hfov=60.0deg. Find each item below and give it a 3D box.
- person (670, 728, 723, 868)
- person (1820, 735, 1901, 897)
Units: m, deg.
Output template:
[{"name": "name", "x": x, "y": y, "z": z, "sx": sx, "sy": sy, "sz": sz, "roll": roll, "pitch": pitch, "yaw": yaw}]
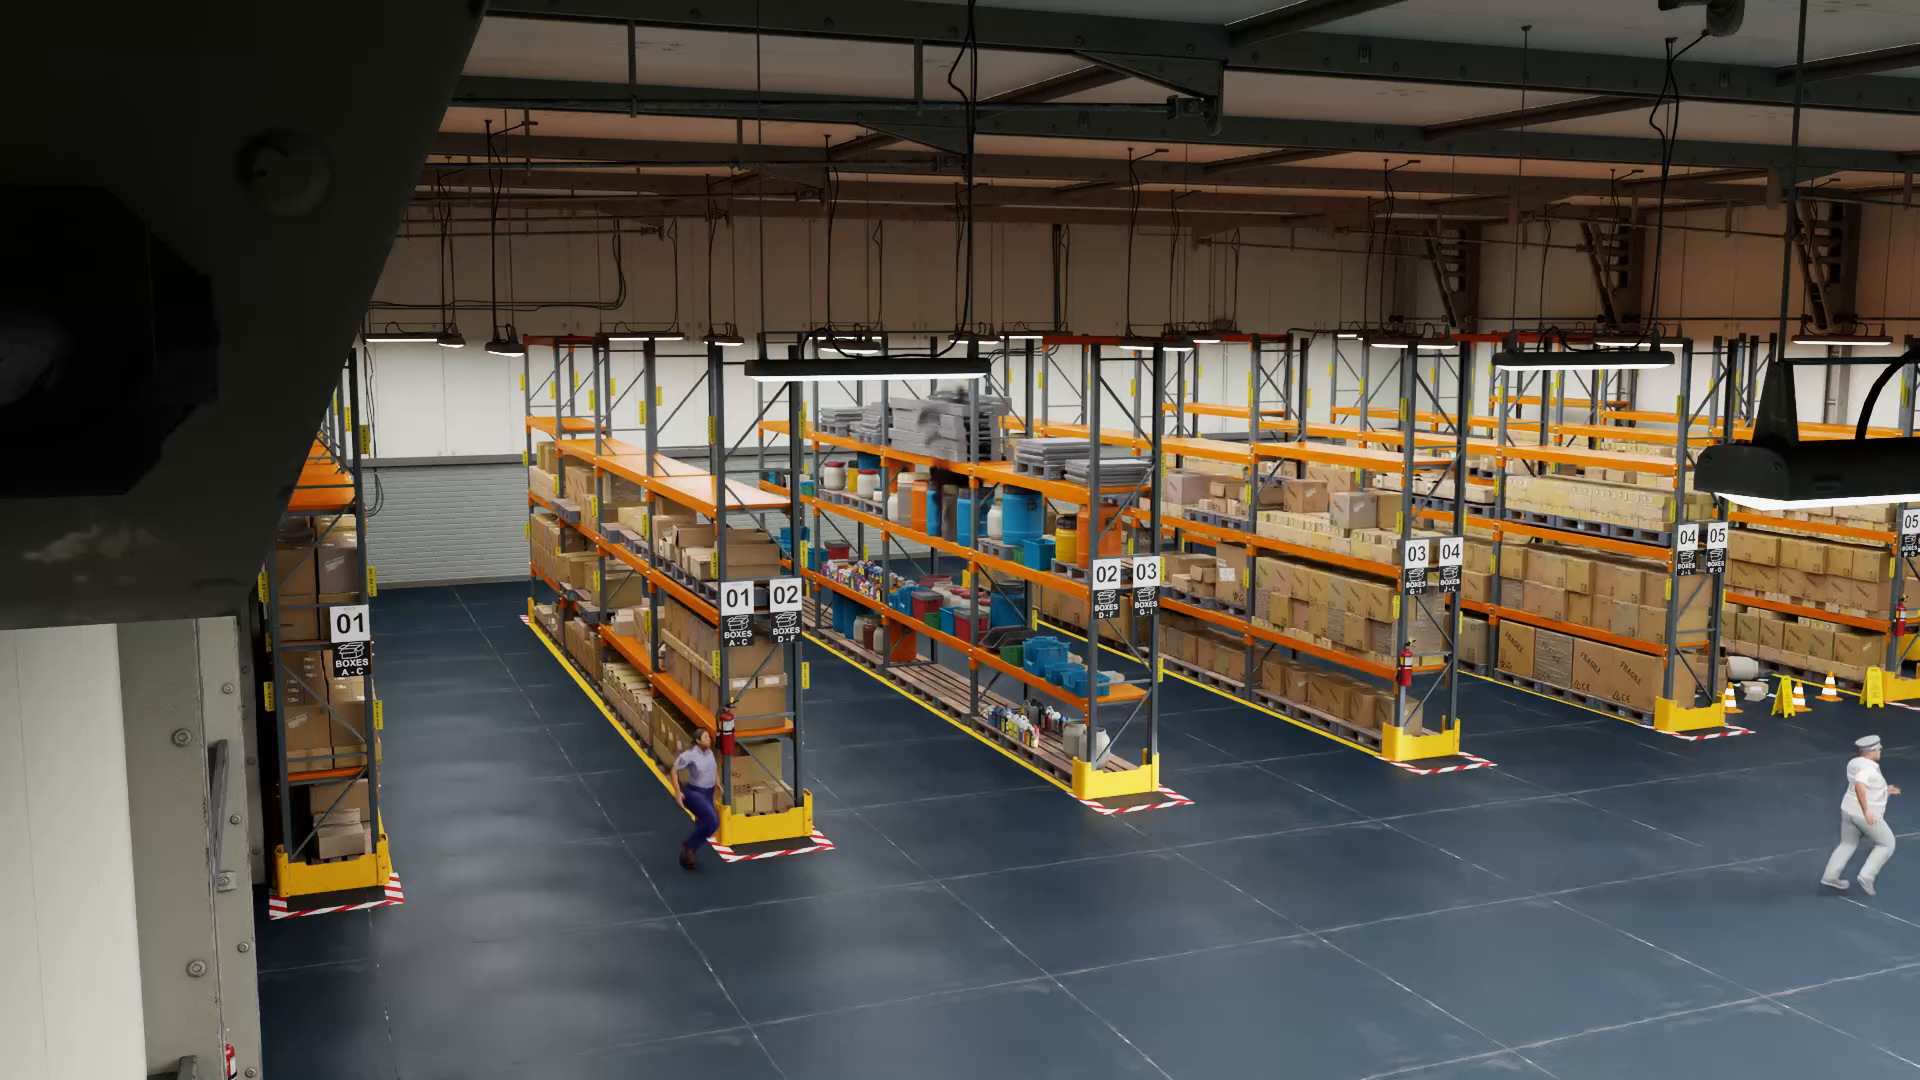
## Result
[{"name": "person", "x": -2.971, "y": 2.994, "z": 19.308, "sx": 0.578, "sy": 1.568, "sz": 0.625, "roll": 4, "pitch": 8, "yaw": 26}, {"name": "person", "x": 9.968, "y": 3.043, "z": 18.314, "sx": 0.826, "sy": 1.815, "sz": 0.627, "roll": -1, "pitch": 8, "yaw": -4}]
